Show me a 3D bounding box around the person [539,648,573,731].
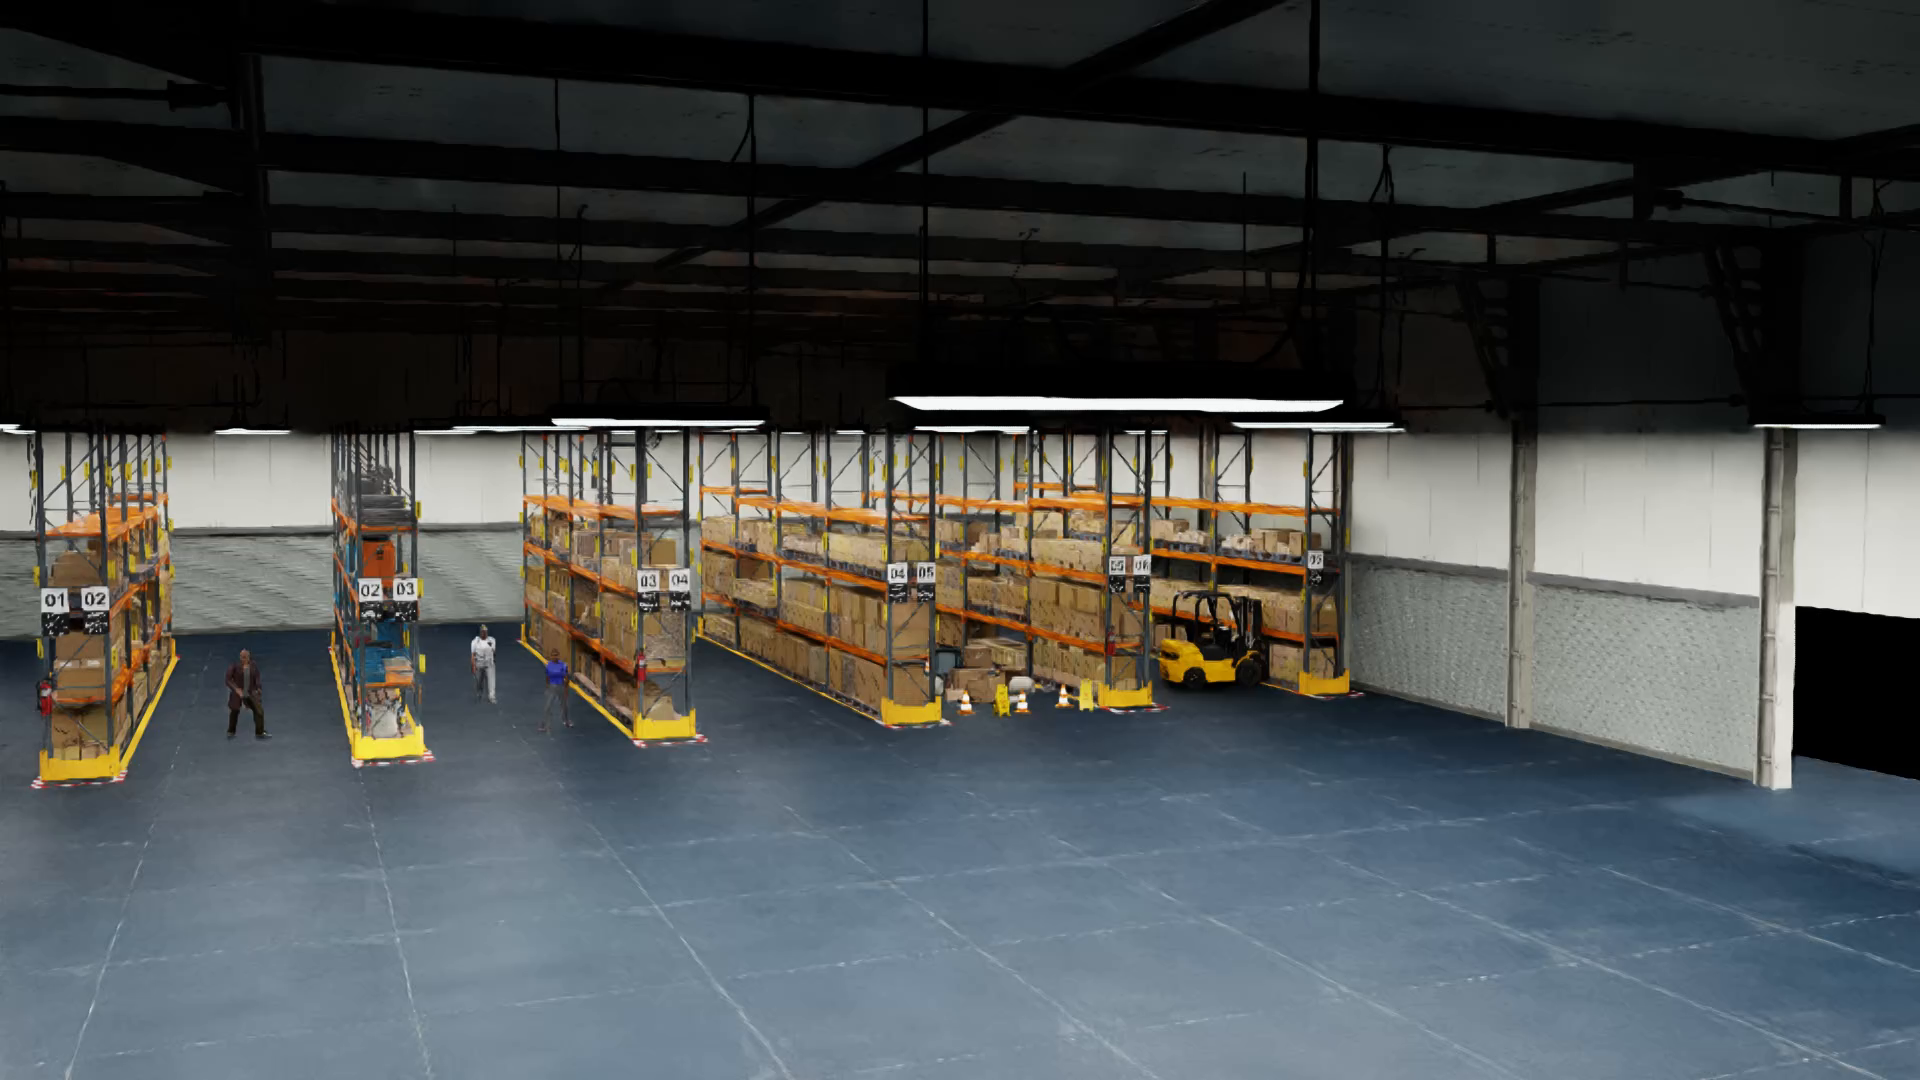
[{"bbox_3d":[-7.853,2.895,32.364,0.492,1.602,0.934,0,4,2],"label":"person"}]

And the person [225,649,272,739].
[{"bbox_3d":[-13.493,2.896,31.341,0.735,1.712,0.904,-3,5,-38],"label":"person"}]

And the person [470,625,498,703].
[{"bbox_3d":[-10.209,2.641,35.641,0.542,1.675,1.126,-1,4,-19],"label":"person"}]
